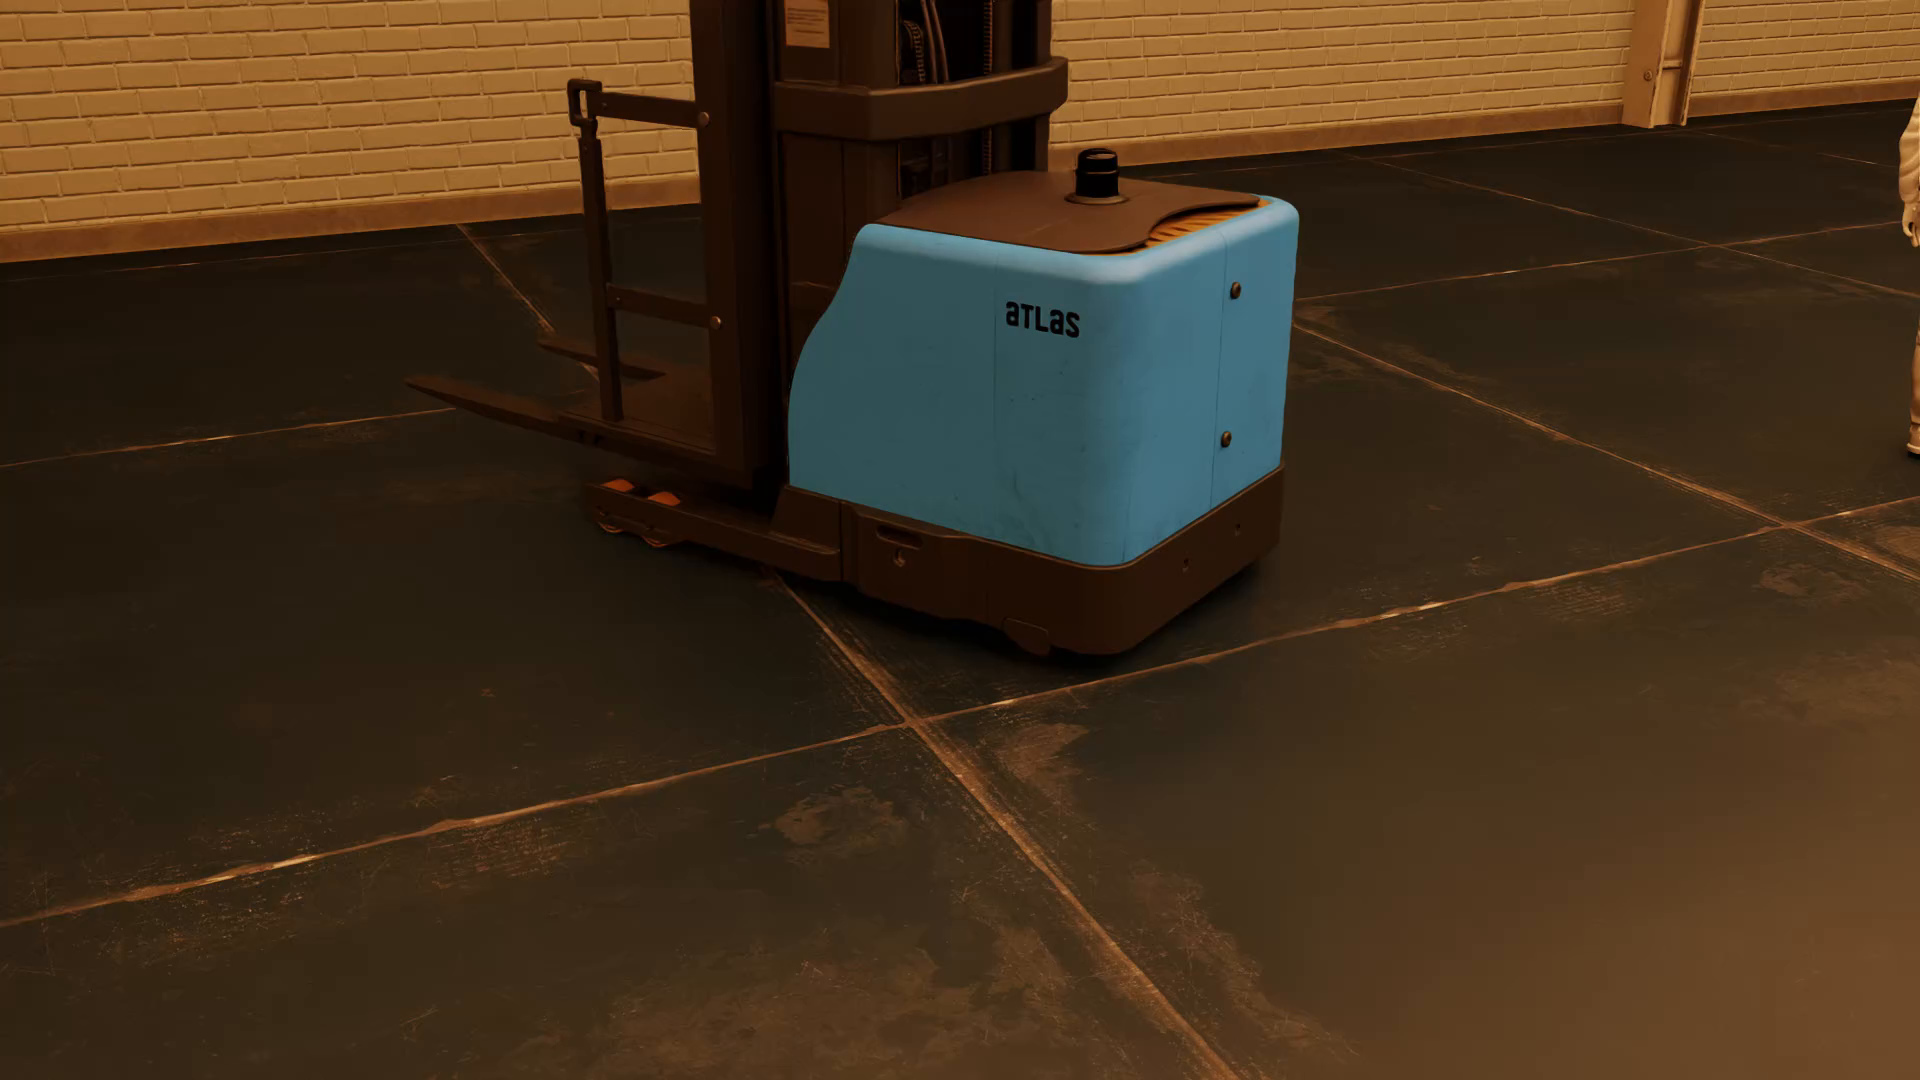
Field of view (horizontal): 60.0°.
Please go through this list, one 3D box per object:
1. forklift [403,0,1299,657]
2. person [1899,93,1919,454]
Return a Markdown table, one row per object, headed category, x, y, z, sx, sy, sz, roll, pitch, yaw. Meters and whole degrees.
| category | x | y | z | sx | sy | sz | roll | pitch | yaw |
| --- | --- | --- | --- | --- | --- | --- | --- | --- | --- |
| forklift | -0.549 | -1.479 | 4.847 | 3.031 | 2.935 | 1.130 | 15 | 27 | 32 |
| person | 3.428 | -1.096 | 5.517 | 0.529 | 1.693 | 0.587 | -15 | 27 | -31 |
